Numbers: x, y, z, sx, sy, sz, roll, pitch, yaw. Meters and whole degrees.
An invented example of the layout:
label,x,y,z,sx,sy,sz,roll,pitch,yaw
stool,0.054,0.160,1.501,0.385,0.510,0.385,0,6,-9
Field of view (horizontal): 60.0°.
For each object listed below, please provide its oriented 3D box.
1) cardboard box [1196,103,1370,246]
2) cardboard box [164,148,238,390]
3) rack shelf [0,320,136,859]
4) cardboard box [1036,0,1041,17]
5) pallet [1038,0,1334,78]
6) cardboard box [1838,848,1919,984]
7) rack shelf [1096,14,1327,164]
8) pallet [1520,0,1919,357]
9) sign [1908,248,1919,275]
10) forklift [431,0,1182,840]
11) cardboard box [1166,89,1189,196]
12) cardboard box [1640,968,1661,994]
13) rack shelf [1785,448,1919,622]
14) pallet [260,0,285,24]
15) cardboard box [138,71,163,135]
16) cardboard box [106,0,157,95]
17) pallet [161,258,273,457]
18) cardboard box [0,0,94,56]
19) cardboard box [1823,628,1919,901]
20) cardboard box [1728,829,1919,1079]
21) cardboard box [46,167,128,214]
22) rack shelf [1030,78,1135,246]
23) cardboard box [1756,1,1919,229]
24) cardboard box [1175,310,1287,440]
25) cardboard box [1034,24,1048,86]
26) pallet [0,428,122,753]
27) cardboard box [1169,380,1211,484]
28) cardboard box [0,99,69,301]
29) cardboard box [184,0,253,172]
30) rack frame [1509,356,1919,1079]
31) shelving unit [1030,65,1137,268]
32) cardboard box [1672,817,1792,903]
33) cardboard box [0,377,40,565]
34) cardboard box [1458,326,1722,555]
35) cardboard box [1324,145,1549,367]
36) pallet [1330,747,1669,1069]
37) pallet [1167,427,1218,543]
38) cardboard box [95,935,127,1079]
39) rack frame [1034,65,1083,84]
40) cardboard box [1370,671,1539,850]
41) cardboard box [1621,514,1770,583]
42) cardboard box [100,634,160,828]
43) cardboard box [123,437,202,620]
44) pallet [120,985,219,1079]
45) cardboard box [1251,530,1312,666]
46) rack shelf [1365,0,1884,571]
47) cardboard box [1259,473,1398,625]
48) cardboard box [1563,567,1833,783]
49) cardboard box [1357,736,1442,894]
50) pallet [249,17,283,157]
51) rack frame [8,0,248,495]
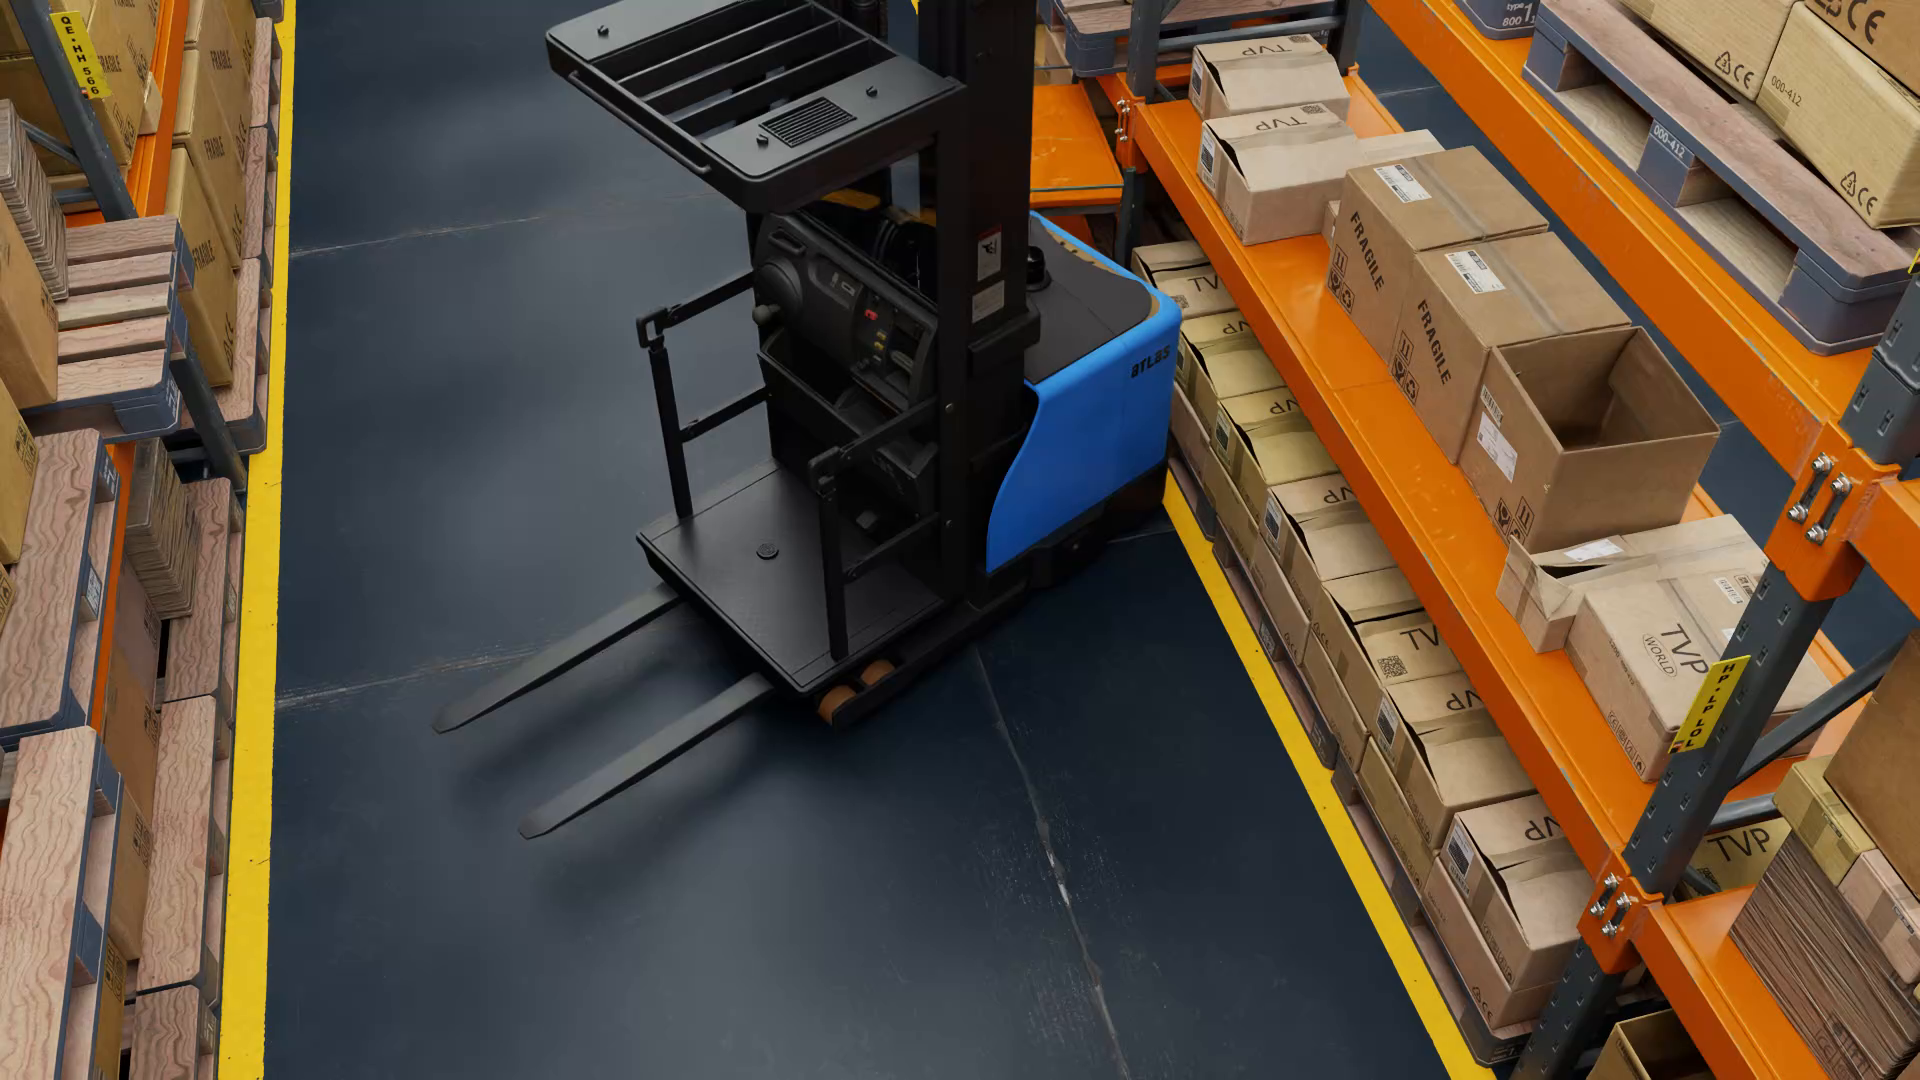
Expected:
label,x,y,z,sx,sy,sz,roll,pitch,yaw
cardboard box,1.241,-1.429,6.363,0.500,0.311,0.500,-11,47,-11
cardboard box,-3.650,-1.131,7.220,0.750,0.750,0.750,-11,47,-11
rack shelf,-3.076,0.428,4.985,1.077,0.370,4.000,-11,47,-10
cardboard box,0.449,-3.001,8.759,0.500,0.250,0.500,-12,47,-11
pallet,0.958,-2.501,7.486,1.213,0.211,1.003,-11,47,-10
cardboard box,2.169,0.781,3.611,0.380,0.149,0.250,-10,46,-10
rack shelf,0.687,-3.242,8.581,1.077,0.370,4.000,-11,47,-10
pallet,1.985,-0.941,3.856,0.805,0.209,1.217,-12,47,-12
sign,1.701,-0.586,2.793,0.100,0.325,0.005,-11,47,-10
forklift,-0.568,-0.738,5.672,3.031,2.935,1.130,-32,54,-28
cardboard box,1.220,-2.119,8.419,0.500,0.500,0.500,-12,47,-12
cardboard box,2.360,1.140,5.414,0.500,0.250,0.500,-12,47,-11
rack shelf,2.735,1.231,2.097,1.077,0.370,4.000,-11,47,-10
pallet,-4.731,-3.530,10.312,1.003,0.211,1.213,-11,47,-10
cardboard box,-3.491,-1.768,6.795,0.380,0.149,0.250,-9,46,-9
cardboard box,-3.590,-2.096,6.663,0.500,0.500,0.500,-9,46,-9
pallet,-3.717,-0.787,7.624,1.003,0.211,1.213,-11,47,-10
cardboard box,-3.463,-1.994,6.037,0.500,0.250,0.500,-10,46,-9
cardboard box,2.343,0.465,3.467,0.700,0.500,0.500,-10,47,-10
cardboard box,2.343,0.919,3.930,0.700,0.500,0.500,-12,47,-11
cardboard box,-3.449,-1.393,6.428,0.380,0.149,0.250,-11,47,-11
rack shelf,0.393,-1.677,7.407,0.538,0.278,1.000,-5,45,-8
cardboard box,2.075,-0.923,3.516,0.500,0.250,0.500,-6,46,-6
cardboard box,1.192,-0.718,6.842,0.500,0.311,0.500,-12,47,-11
cardboard box,0.601,-2.352,8.648,0.500,0.500,0.500,-12,47,-12
pallet,-3.042,0.222,4.818,1.003,0.211,1.213,-11,47,-10
cardboard box,1.179,-0.535,7.056,0.500,0.250,0.500,-12,47,-11
cardboard box,-3.458,-1.071,5.572,0.700,0.500,0.500,-16,48,-15
cardboard box,-4.090,-2.323,8.388,0.750,0.750,0.750,-9,46,-9
rack frame,2.223,0.649,4.265,1.000,3.000,0.127,-11,47,-10
shelving unit,0.381,-1.466,7.611,0.538,1.125,1.048,-5,45,-8
cardboard box,2.358,0.937,5.221,0.500,0.311,0.500,-11,47,-10
cardboard box,-3.118,-0.215,4.733,0.700,0.500,0.500,-11,47,-10
cardboard box,1.908,-0.283,5.108,0.500,0.500,0.500,-8,46,-7
cardboard box,1.645,-0.993,5.803,0.500,0.500,0.500,-13,47,-12
pallet,1.997,1.123,5.752,1.003,0.211,1.213,-11,47,-10
pallet,1.372,-0.562,7.403,1.003,0.211,1.213,-11,47,-10
cardboard box,-2.950,1.425,4.946,0.700,0.500,0.500,-12,47,-11
rack frame,0.301,-1.817,7.969,0.500,1.125,0.032,-5,45,-8
cardboard box,1.703,0.682,5.470,0.500,0.311,0.500,-10,46,-9
cardboard box,2.194,0.087,4.991,0.380,0.149,0.250,-11,47,-10
cardboard box,-3.180,0.719,5.639,0.700,0.500,0.500,-11,47,-11
cardboard box,-3.354,0.004,6.339,0.700,0.500,0.500,-10,46,-10
pallet,-2.765,1.996,4.897,1.003,0.211,1.213,-11,47,-10
cardboard box,1.449,0.176,6.359,0.500,0.250,0.500,-10,46,-10
rack shelf,1.711,-1.530,4.804,1.077,0.370,4.000,-11,47,-10
cardboard box,1.453,-0.010,6.149,0.500,0.311,0.500,-11,47,-11
cardboard box,2.055,0.369,4.644,0.500,0.250,0.500,-8,46,-8
cardboard box,1.709,0.881,5.668,0.500,0.250,0.500,-11,47,-11
pallet,-4.342,-2.471,9.275,1.003,0.211,1.213,-11,47,-10
rack frame,-3.588,-1.205,6.081,1.000,3.000,0.127,-11,47,-10
